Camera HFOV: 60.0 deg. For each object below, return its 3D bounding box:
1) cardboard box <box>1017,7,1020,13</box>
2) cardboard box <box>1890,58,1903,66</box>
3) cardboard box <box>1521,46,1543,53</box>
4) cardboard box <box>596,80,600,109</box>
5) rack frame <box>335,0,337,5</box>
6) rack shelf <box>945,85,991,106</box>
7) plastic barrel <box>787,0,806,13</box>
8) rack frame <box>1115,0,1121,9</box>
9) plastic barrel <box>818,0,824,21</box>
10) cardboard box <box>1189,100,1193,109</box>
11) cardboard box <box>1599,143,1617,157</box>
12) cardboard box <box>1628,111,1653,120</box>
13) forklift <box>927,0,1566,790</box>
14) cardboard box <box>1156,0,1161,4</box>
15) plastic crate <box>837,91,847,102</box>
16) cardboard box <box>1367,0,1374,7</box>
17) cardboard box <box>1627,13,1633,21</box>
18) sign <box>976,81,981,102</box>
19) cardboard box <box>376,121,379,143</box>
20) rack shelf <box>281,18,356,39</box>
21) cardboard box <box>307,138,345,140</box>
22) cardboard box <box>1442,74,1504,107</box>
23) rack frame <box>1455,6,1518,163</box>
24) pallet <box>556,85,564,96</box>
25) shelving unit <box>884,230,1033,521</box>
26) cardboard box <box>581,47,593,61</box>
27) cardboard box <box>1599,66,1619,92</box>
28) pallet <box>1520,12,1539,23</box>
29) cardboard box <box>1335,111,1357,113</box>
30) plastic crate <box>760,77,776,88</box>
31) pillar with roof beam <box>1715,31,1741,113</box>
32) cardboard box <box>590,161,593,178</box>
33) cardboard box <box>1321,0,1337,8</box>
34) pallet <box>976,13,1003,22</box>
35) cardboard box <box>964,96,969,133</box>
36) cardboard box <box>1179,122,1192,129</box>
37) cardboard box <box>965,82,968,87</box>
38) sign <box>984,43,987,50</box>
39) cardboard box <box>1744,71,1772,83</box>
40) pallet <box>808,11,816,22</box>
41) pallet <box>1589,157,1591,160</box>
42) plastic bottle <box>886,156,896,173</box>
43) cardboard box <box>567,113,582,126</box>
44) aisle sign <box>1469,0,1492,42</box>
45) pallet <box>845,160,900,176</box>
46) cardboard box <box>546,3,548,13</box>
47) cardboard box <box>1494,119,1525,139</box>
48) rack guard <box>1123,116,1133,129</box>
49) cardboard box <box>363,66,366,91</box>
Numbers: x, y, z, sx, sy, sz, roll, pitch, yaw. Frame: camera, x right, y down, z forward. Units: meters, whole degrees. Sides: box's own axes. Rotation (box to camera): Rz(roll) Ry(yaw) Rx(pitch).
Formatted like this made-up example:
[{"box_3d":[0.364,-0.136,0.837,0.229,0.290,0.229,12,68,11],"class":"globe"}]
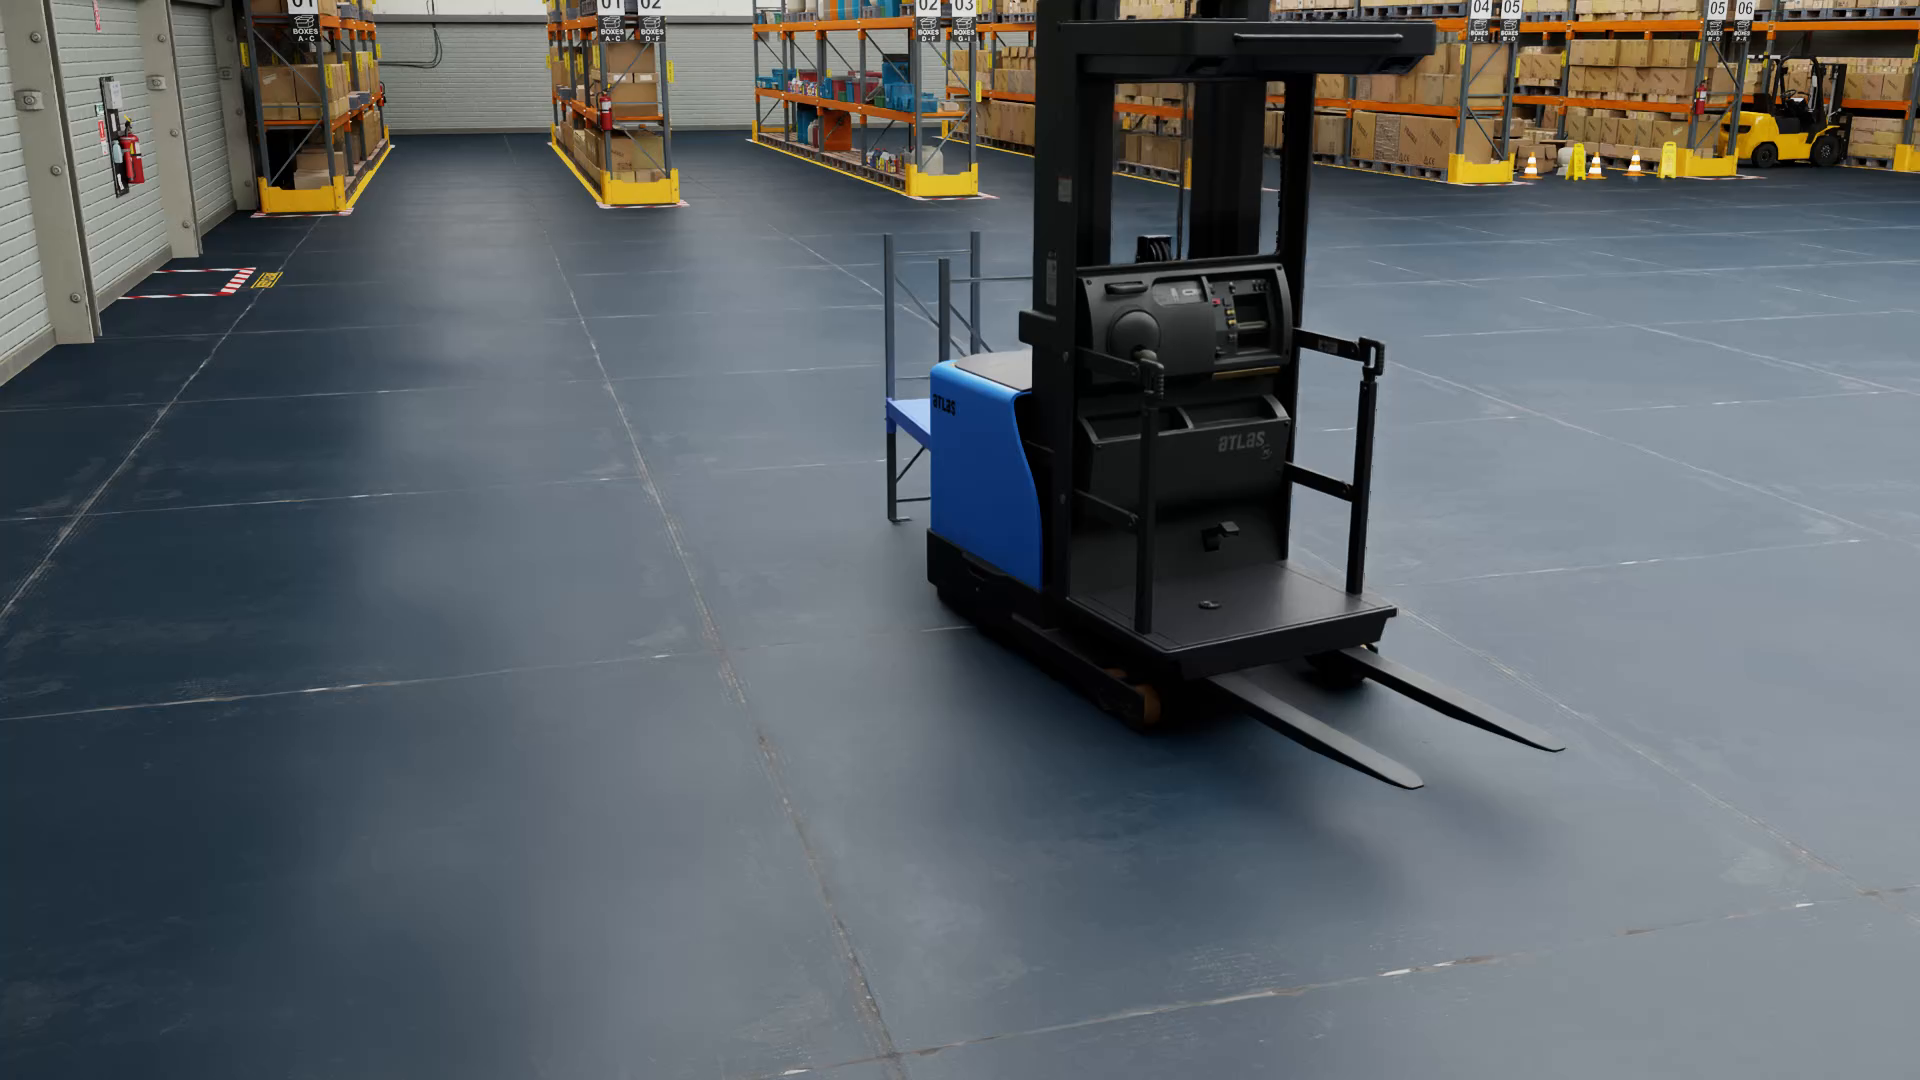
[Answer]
[{"box_3d":[1.494,-11.918,37.406,0.380,0.149,0.250,-5,18,-18],"class":"cardboard box"},{"box_3d":[18.428,-9.331,32.483,0.380,0.149,0.250,-5,17,-15],"class":"cardboard box"},{"box_3d":[12.577,-10.773,36.554,0.380,0.149,0.250,-6,18,-18],"class":"cardboard box"},{"box_3d":[-5.820,-7.609,28.397,0.700,0.500,0.500,-5,17,-16],"class":"cardboard box"},{"box_3d":[-10.861,-10.310,27.132,1.000,3.000,0.127,-5,17,-15],"class":"rack frame"},{"box_3d":[0.679,-11.033,41.218,1.077,0.370,4.000,-5,17,-15],"class":"rack shelf"},{"box_3d":[-3.630,-11.970,36.907,0.433,0.535,0.433,0,17,0],"class":"plastic barrel"},{"box_3d":[3.427,-11.484,31.043,1.000,3.000,0.127,-5,17,-15],"class":"rack frame"},{"box_3d":[-2.644,-10.706,33.471,0.421,0.512,0.421,0,17,0],"class":"plastic barrel"},{"box_3d":[4.182,-7.516,28.697,0.380,0.149,0.250,-5,17,-15],"class":"cardboard box"},{"box_3d":[13.164,-7.801,33.258,0.500,0.250,0.500,-5,17,-16],"class":"cardboard box"},{"box_3d":[13.282,-8.282,32.429,0.380,0.149,0.250,-4,17,-13],"class":"cardboard box"},{"box_3d":[0.981,-0.854,6.201,1.130,2.935,3.031,-9,19,-26],"class":"forklift"},{"box_3d":[3.718,-9.626,29.639,0.380,0.149,0.250,-4,17,-14],"class":"cardboard box"},{"box_3d":[-2.085,-8.578,32.162,0.450,0.188,0.662,-5,17,-15],"class":"plastic crate"},{"box_3d":[8.070,-10.342,31.985,0.380,0.149,0.250,-5,17,-15],"class":"cardboard box"},{"box_3d":[13.229,-10.178,32.344,0.380,0.149,0.250,-5,17,-15],"class":"cardboard box"},{"box_3d":[0.294,-7.288,27.020,0.100,0.325,0.005,-5,17,-15],"class":"sign"},{"box_3d":[-13.440,-9.150,37.313,0.700,0.500,0.500,-4,17,-14],"class":"cardboard box"},{"box_3d":[-11.410,-9.082,29.508,1.077,0.370,4.000,-5,17,-15],"class":"rack shelf"},{"box_3d":[-11.518,-7.075,30.370,0.700,0.500,0.500,-5,17,-16],"class":"cardboard box"},{"box_3d":[9.178,-8.040,29.743,0.875,0.550,0.550,-5,17,-15],"class":"cardboard box"},{"box_3d":[9.323,-7.869,29.435,1.000,3.000,0.127,-5,17,-15],"class":"rack frame"},{"box_3d":[-8.183,-9.720,35.932,1.003,0.211,1.213,-5,17,-15],"class":"pallet"},{"box_3d":[0.004,-0.702,8.183,0.538,1.500,1.048,-5,17,-16],"class":"shelving unit"},{"box_3d":[-8.156,-10.721,37.018,0.500,0.500,0.500,-4,17,-14],"class":"cardboard box"},{"box_3d":[13.094,-9.164,33.056,0.500,0.500,0.500,-5,17,-16],"class":"cardboard box"},{"box_3d":[12.600,-11.207,35.660,1.213,0.211,1.003,-5,17,-15],"class":"pallet"},{"box_3d":[10.441,-11.011,43.620,0.875,0.438,0.875,-5,17,-17],"class":"cardboard box"},{"box_3d":[-4.701,-11.211,40.748,0.416,0.233,0.300,-5,17,-15],"class":"plastic crate"},{"box_3d":[13.714,-13.138,36.548,9.100,9.000,0.400,-5,17,-15],"class":"pillar with roof beam"},{"box_3d":[-5.998,-6.284,28.207,0.500,0.250,0.500,-5,17,-15],"class":"cardboard box"},{"box_3d":[7.673,-10.913,33.713,0.500,0.250,0.500,-5,17,-16],"class":"cardboard box"},{"box_3d":[1.014,-12.445,39.610,1.003,0.211,1.213,-5,17,-15],"class":"pallet"},{"box_3d":[0.632,-10.692,41.795,0.875,0.875,0.875,-5,17,-15],"class":"cardboard box"},{"box_3d":[5.633,-10.229,40.998,0.380,0.149,0.250,-4,17,-14],"class":"cardboard box"},{"box_3d":[0.334,-11.261,41.162,0.380,0.149,0.250,-5,17,-17],"class":"cardboard box"},{"box_3d":[0.655,-12.638,42.885,0.100,0.325,0.005,-5,17,-15],"class":"sign"},{"box_3d":[17.346,-10.071,36.158,0.500,0.250,0.500,-5,17,-16],"class":"cardboard box"},{"box_3d":[-2.550,-10.892,34.611,1.003,0.211,1.213,-5,17,-15],"class":"pallet"},{"box_3d":[12.740,-8.275,35.632,1.003,0.211,1.213,-5,17,-15],"class":"pallet"},{"box_3d":[-1.205,-6.565,29.062,0.152,0.276,0.135,-5,17,-15],"class":"plastic bottle"},{"box_3d":[-7.985,-8.846,34.965,0.500,0.250,0.500,-5,17,-16],"class":"cardboard box"},{"box_3d":[9.054,-9.071,28.916,0.394,0.787,0.004,-5,17,-15],"class":"aisle sign"},{"box_3d":[-1.588,-7.098,31.716,1.003,0.211,1.213,-5,17,-15],"class":"pallet"},{"box_3d":[-9.506,-12.590,39.329,0.500,0.250,0.500,-5,17,-15],"class":"cardboard box"},{"box_3d":[11.252,-8.411,34.269,0.500,0.500,0.500,-5,17,-15],"class":"cardboard box"},{"box_3d":[4.947,-11.077,44.458,1.175,0.500,0.348,-5,17,-15],"class":"rack guard"},{"box_3d":[-12.118,-9.180,33.075,0.500,0.500,0.500,-5,17,-16],"class":"cardboard box"}]
